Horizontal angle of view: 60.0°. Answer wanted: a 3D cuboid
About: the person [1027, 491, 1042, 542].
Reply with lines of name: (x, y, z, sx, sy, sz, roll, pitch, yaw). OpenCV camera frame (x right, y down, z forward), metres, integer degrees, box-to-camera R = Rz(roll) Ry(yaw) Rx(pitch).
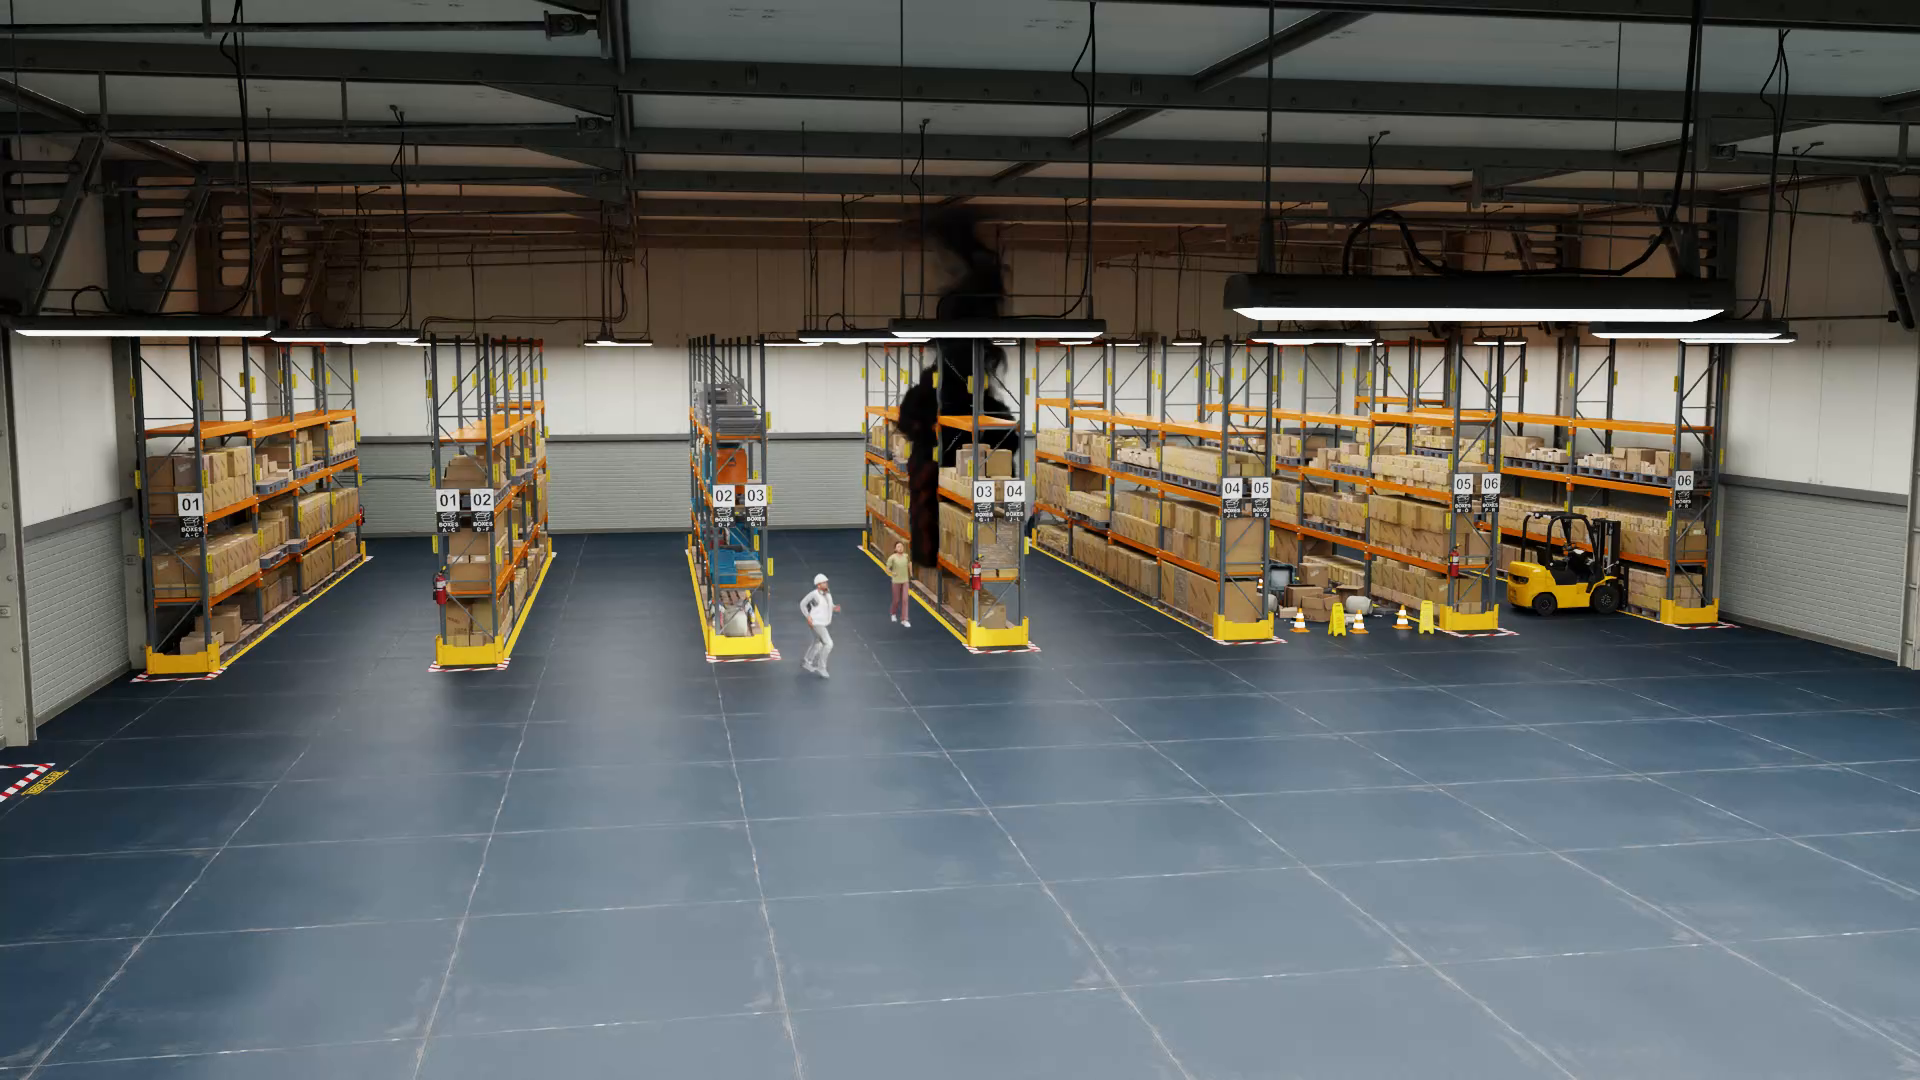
person: (2.301, -0.691, 49.534, 0.673, 1.544, 0.579, -2, 7, -19)

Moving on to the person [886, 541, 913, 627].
person: (-1.167, 0.848, 32.890, 0.592, 1.656, 0.866, -3, 7, -21)

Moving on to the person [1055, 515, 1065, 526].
person: (3.119, -0.833, 49.891, 0.587, 1.718, 0.780, 5, 8, 37)

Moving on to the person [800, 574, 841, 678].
person: (-2.458, 1.501, 29.261, 0.779, 1.823, 0.648, 3, 7, 25)
